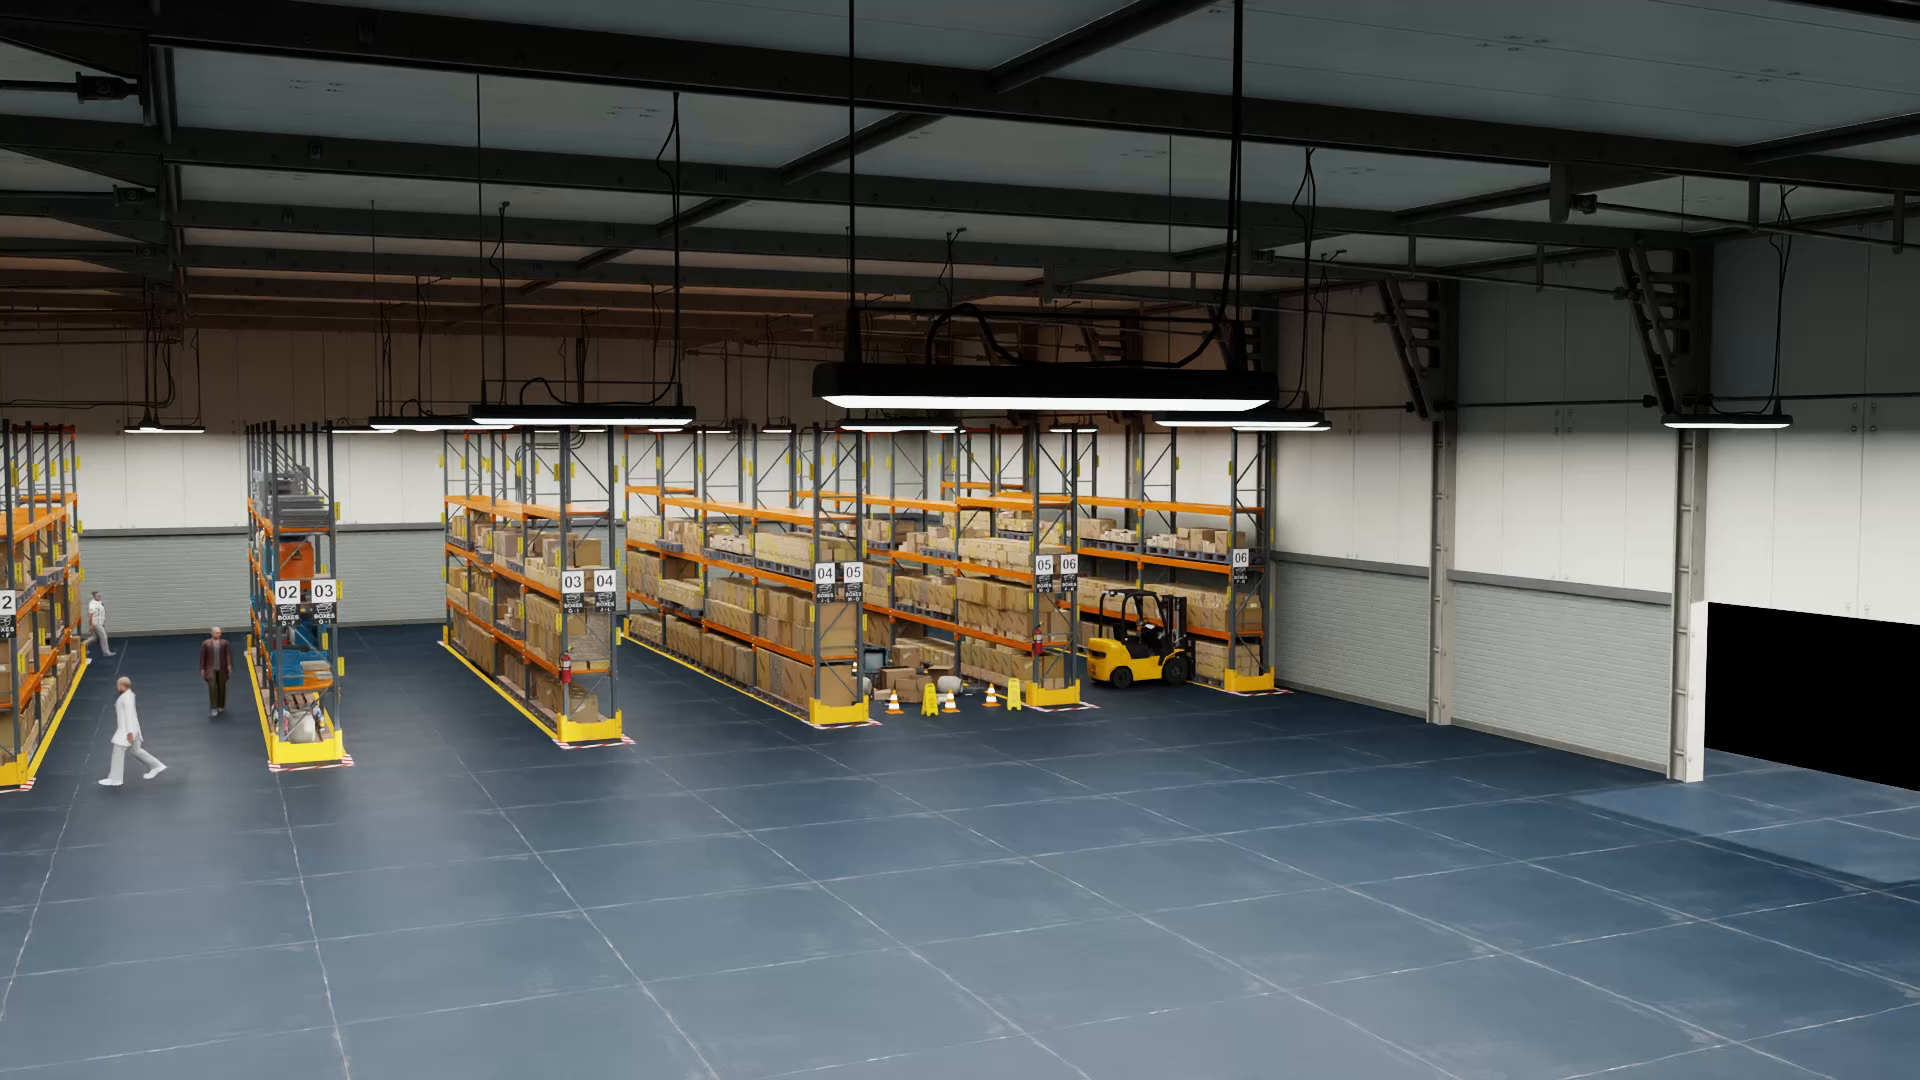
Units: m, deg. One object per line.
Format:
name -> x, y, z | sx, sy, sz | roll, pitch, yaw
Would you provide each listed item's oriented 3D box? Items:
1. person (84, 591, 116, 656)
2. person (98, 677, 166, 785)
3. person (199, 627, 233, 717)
person -> -22.410, 2.163, 43.097 | 0.978, 1.721, 0.549 | -1, 4, -12
person -> -13.666, 3.130, 27.434 | 0.969, 1.756, 0.600 | -1, 4, -19
person -> -15.312, 2.709, 34.287 | 0.619, 1.794, 0.800 | -3, 4, -35
